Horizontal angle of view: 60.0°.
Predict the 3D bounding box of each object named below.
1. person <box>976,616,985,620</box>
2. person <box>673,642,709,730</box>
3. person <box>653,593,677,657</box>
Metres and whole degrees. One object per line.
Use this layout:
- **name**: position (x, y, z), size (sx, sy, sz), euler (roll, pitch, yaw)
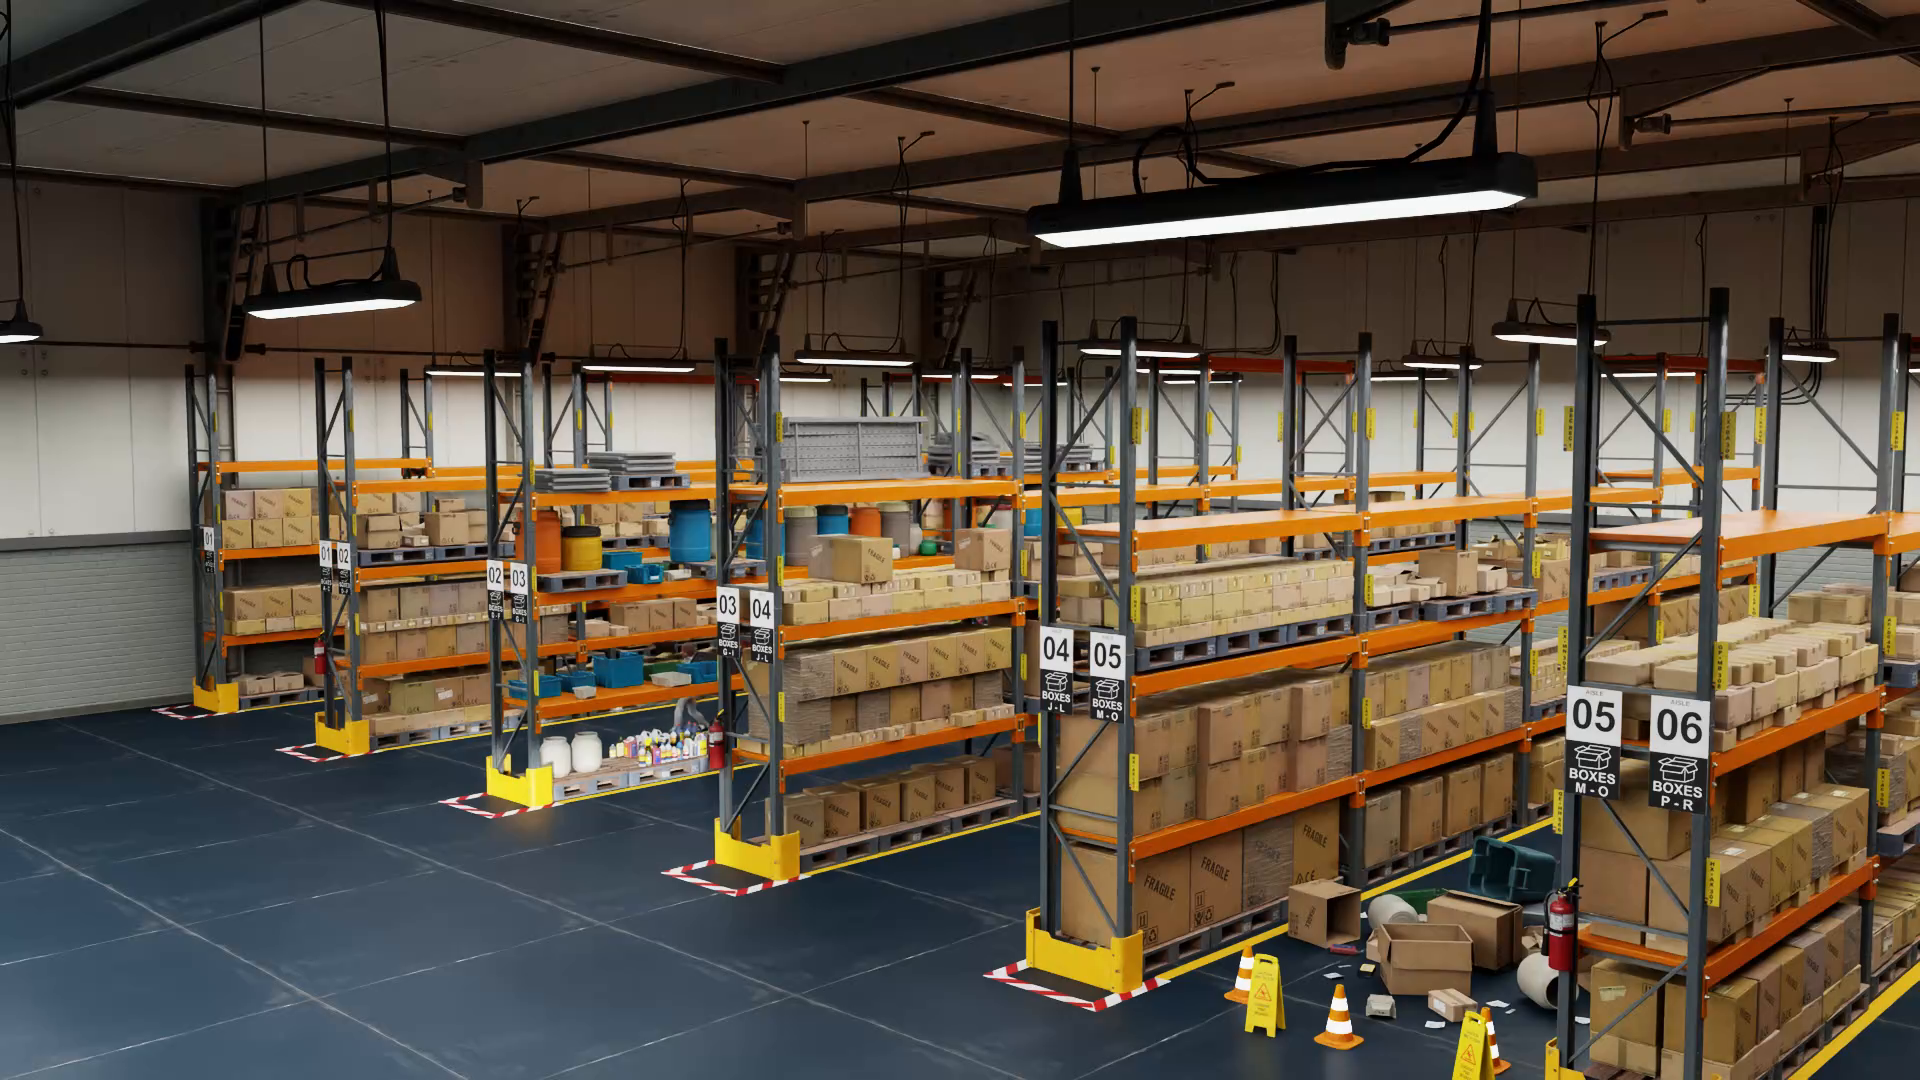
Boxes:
- **person**: position (0.388, 1.395, 38.289), size (0.563, 1.703, 0.640), euler (0, 4, -3)
- **person**: position (-4.295, 2.380, 26.088), size (0.802, 1.564, 0.422), euler (-1, 4, -8)
- **person**: position (-5.781, 1.818, 32.084), size (0.562, 1.770, 0.626), euler (-3, 5, -36)
